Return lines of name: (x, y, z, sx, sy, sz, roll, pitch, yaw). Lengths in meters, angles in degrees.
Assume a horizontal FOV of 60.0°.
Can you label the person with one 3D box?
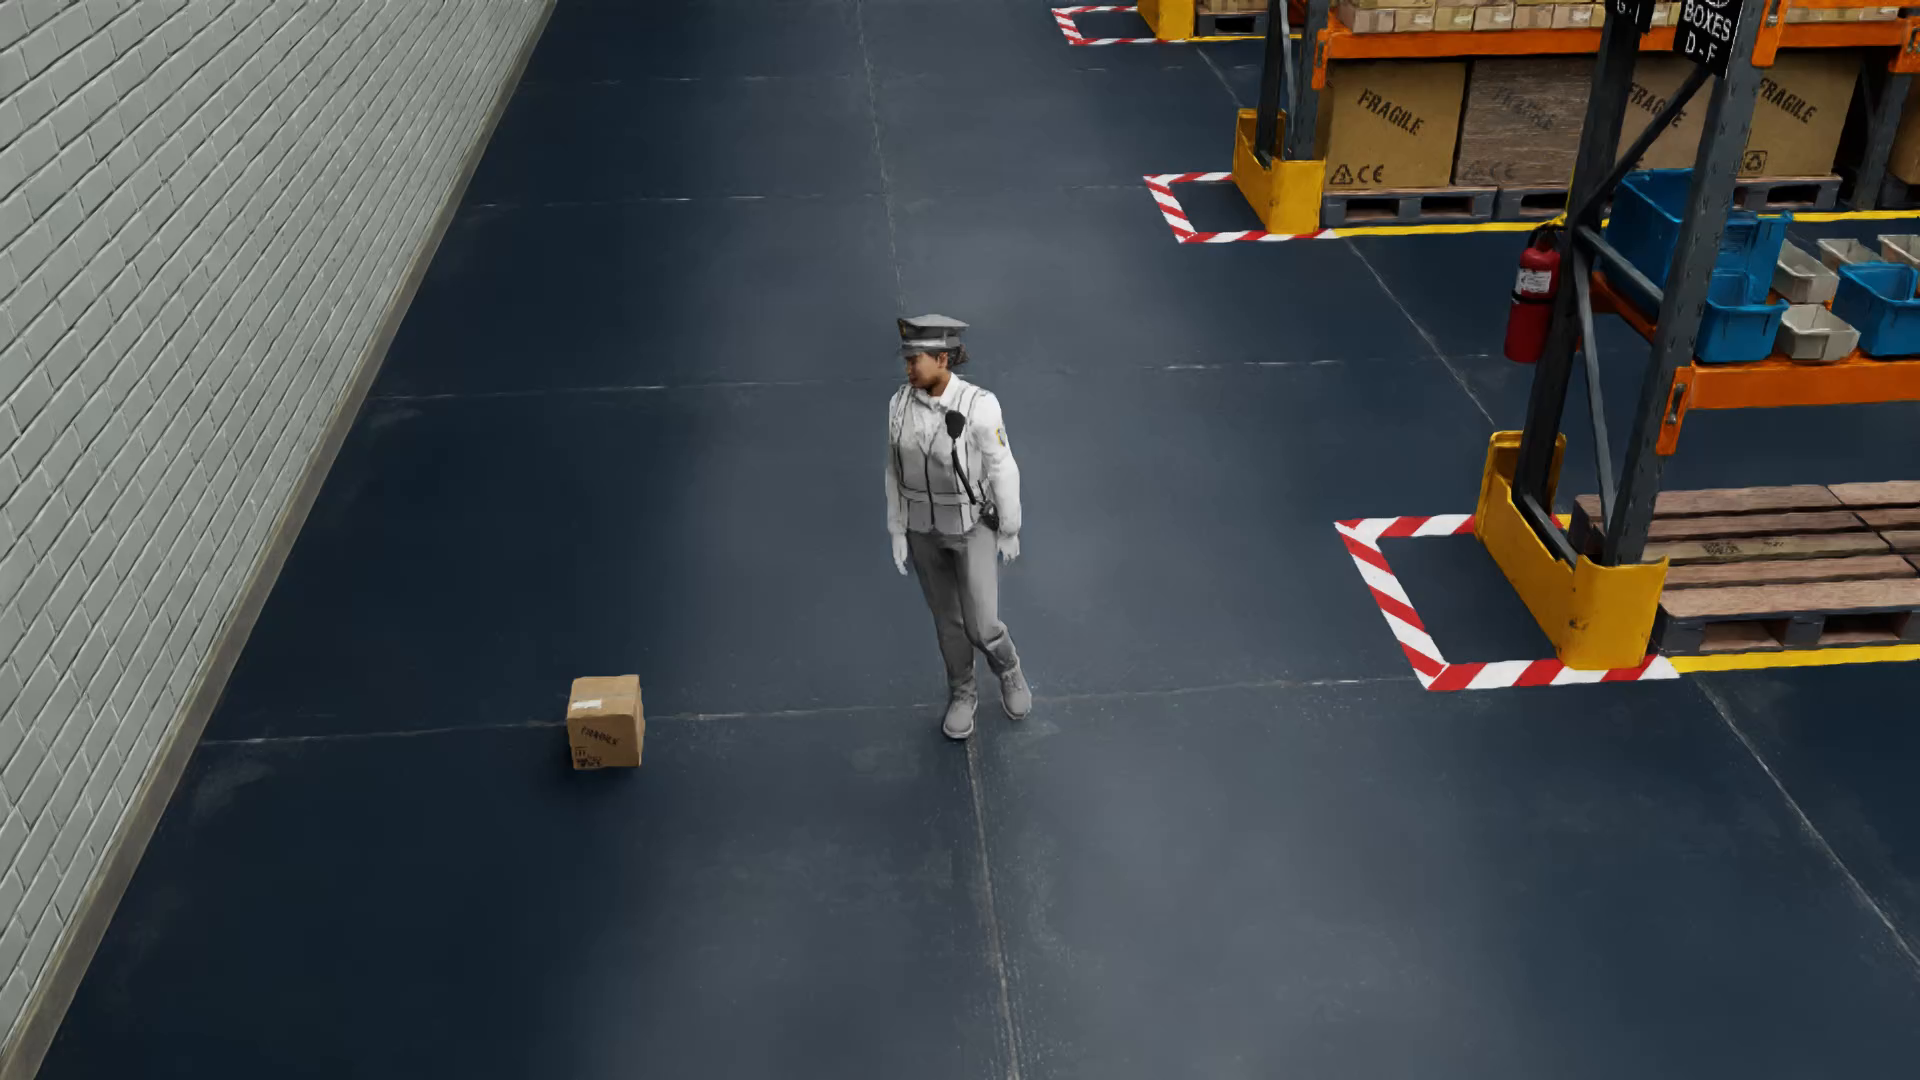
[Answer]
person: (-0.011, -0.038, 6.170, 0.565, 1.661, 0.395, 12, 33, 19)
